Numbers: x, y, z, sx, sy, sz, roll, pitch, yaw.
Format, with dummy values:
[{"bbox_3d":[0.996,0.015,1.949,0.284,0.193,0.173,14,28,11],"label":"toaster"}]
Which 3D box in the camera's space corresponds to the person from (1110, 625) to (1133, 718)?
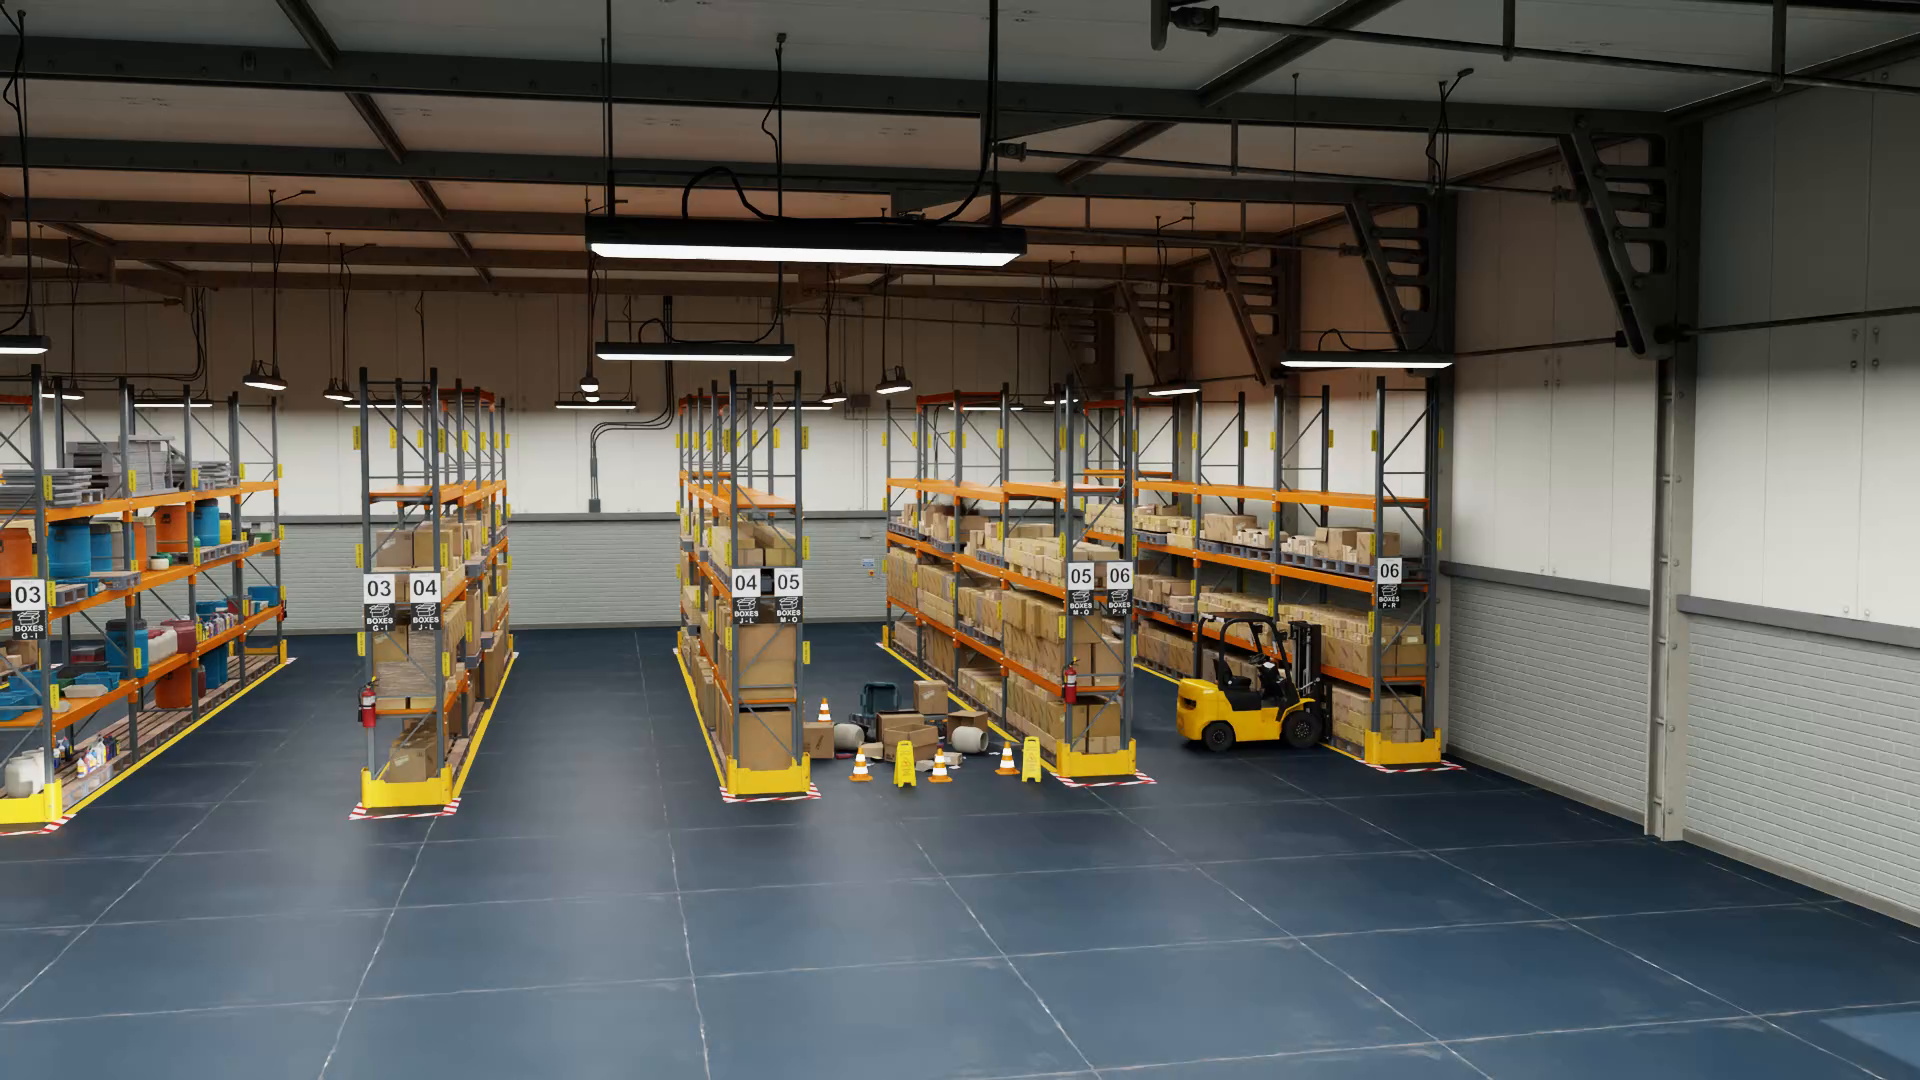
[{"bbox_3d":[2.840,2.403,30.174,0.589,1.723,0.679,-1,3,-13],"label":"person"}]
